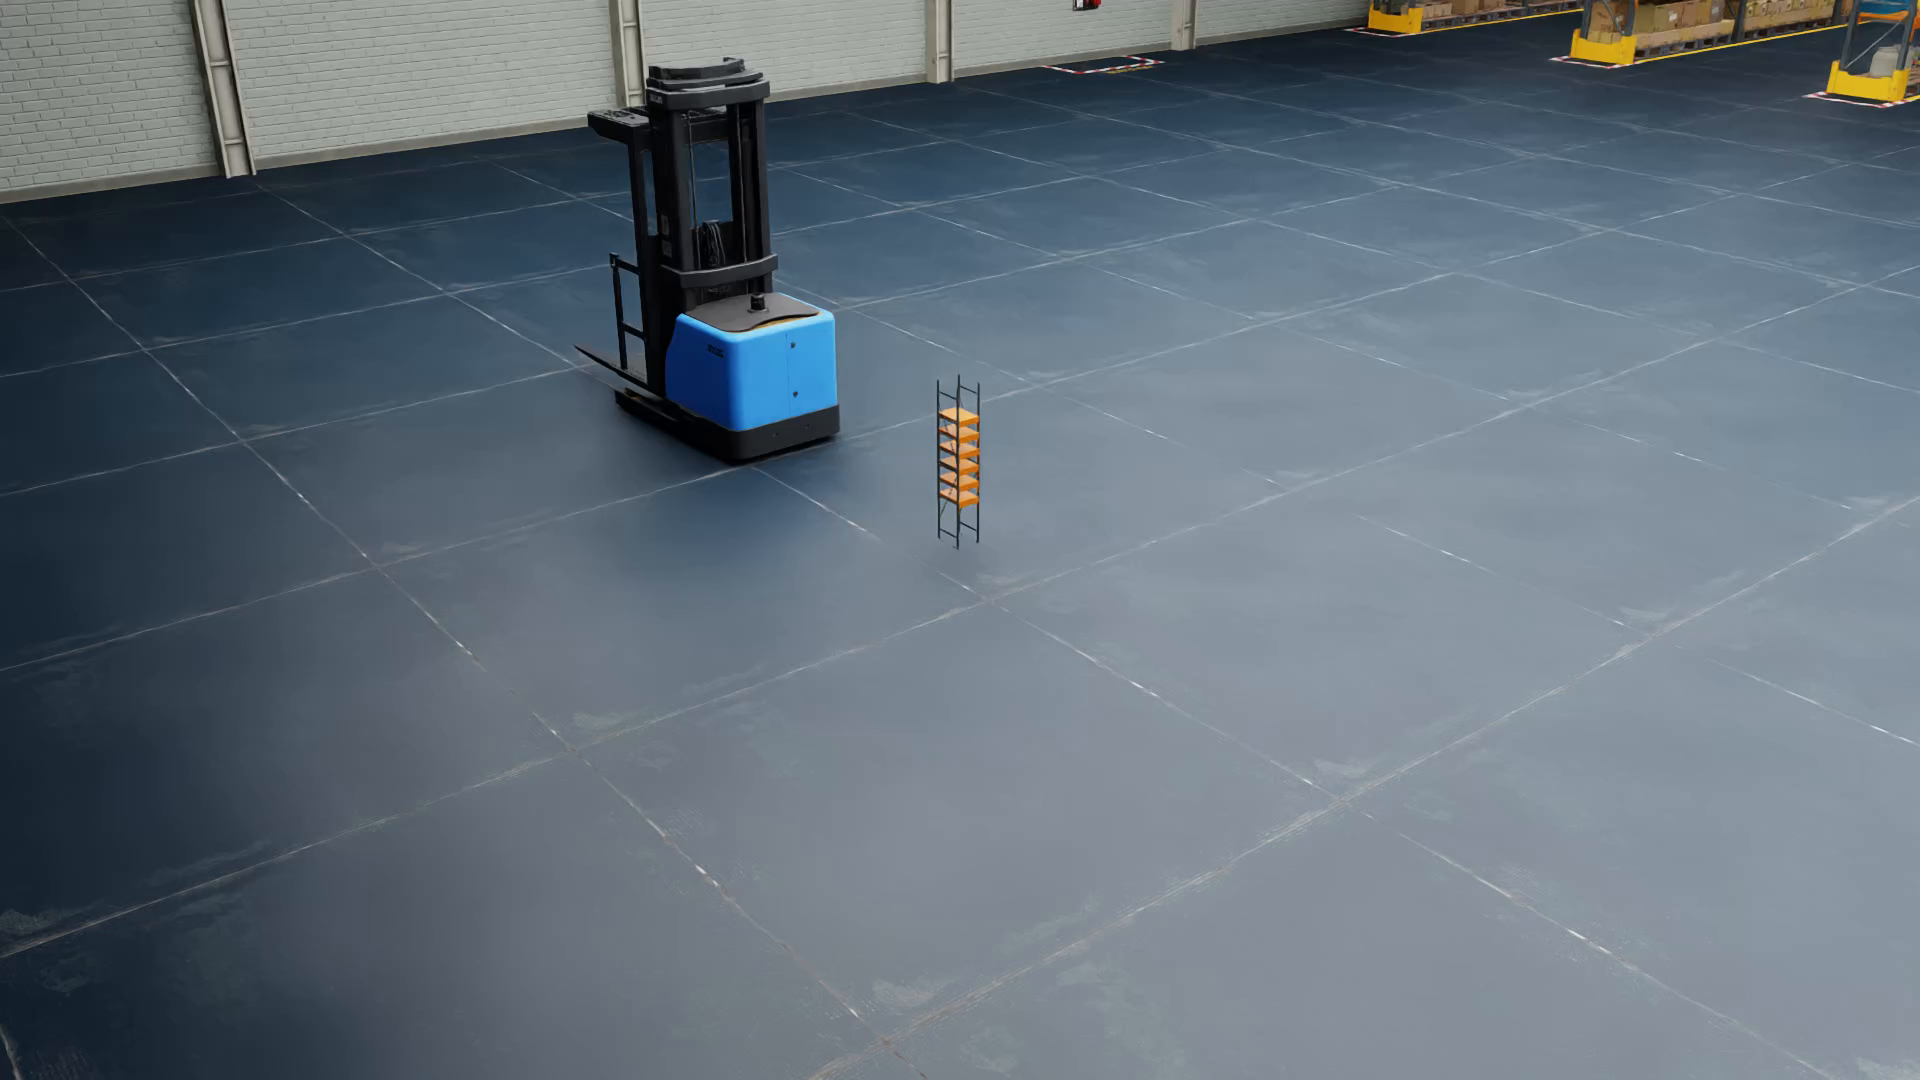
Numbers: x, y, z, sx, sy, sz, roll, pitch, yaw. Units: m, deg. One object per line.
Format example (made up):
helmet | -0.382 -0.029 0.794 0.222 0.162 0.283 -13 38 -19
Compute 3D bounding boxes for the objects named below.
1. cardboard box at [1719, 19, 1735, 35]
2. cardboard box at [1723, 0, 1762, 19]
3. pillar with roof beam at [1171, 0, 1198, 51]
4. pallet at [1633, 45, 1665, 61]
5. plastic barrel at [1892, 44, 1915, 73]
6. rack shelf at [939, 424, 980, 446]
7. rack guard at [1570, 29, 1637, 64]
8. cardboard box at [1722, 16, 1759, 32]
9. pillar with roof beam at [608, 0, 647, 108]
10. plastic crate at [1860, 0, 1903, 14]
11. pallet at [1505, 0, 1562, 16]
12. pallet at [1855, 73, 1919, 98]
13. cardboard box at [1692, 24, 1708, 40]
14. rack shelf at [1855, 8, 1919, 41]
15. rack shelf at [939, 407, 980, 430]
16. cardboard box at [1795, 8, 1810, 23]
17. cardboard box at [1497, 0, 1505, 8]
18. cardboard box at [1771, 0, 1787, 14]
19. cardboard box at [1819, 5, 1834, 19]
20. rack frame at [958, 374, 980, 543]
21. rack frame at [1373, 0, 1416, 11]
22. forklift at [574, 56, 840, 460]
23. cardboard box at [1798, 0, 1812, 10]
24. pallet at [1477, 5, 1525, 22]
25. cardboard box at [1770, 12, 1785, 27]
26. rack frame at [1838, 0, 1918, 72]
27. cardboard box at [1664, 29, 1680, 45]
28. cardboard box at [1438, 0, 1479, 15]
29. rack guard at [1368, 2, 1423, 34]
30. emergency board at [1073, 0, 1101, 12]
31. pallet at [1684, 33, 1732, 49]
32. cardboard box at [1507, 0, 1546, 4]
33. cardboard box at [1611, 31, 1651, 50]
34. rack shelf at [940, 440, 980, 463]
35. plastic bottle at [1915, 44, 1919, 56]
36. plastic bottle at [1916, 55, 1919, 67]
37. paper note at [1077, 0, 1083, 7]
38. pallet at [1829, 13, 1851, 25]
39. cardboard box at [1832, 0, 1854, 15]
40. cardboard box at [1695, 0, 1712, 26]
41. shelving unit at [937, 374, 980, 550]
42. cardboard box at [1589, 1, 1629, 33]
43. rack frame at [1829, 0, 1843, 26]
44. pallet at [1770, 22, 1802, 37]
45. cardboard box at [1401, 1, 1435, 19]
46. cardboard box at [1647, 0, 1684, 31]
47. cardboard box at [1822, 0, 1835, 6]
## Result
cardboard box | 15.054 -10.235 33.134 0.500 0.250 0.500 -18 31 -34
cardboard box | 15.763 -10.707 33.485 0.500 0.311 0.500 -18 30 -34
pillar with roof beam | 7.029 -12.290 27.669 0.400 9.000 9.100 -18 31 -34
pallet | 12.712 -9.393 31.865 1.213 0.211 1.003 -18 31 -34
plastic barrel | 16.055 -8.192 28.421 0.421 0.512 0.421 0 25 0
rack shelf | -0.011 -0.718 11.534 0.180 0.103 0.258 -18 31 -34
rack guard | 12.117 -9.305 31.333 0.348 0.500 1.175 -18 31 -34
cardboard box | 15.754 -10.450 33.598 0.500 0.250 0.500 -19 31 -35
pillar with roof beam | -2.414 -9.173 20.953 0.400 9.000 9.100 -18 31 -34
plastic crate | 15.399 -8.965 27.808 0.616 0.251 0.499 -18 31 -34
pallet | 12.836 -12.062 37.617 1.213 0.211 1.003 -18 31 -34
pallet | 15.863 -7.783 28.397 1.213 0.211 1.003 -18 31 -34
cardboard box | 14.270 -9.973 32.571 0.500 0.250 0.500 -18 31 -34
rack shelf | 16.764 -8.996 28.553 4.000 0.370 1.077 -18 31 -34
rack shelf | -0.011 -0.827 11.484 0.180 0.103 0.258 -18 31 -34
cardboard box | 17.367 -10.984 34.749 0.500 0.250 0.500 -17 30 -33
cardboard box | 11.822 -11.890 36.776 0.380 0.166 0.250 22 33 39
cardboard box | 16.566 -10.970 34.052 0.500 0.311 0.500 -19 31 -36
cardboard box | 18.168 -11.249 35.320 0.500 0.250 0.500 -17 30 -33
rack frame | 0.061 -0.564 11.668 0.006 1.200 0.240 -18 31 -34
rack frame | 9.077 -12.085 34.354 0.127 3.000 1.000 -18 31 -34
forklift | -2.308 -2.509 13.802 1.130 2.935 3.031 -19 31 -35
cardboard box | 17.367 -11.236 34.625 0.500 0.311 0.500 -18 31 -34
pallet | 11.718 -11.673 36.779 1.213 0.211 1.003 -18 31 -34
cardboard box | 16.563 -10.718 34.176 0.500 0.250 0.500 -19 31 -36
rack frame | 15.190 -8.803 27.282 0.127 3.000 1.000 -18 31 -34
cardboard box | 13.480 -9.715 32.014 0.500 0.250 0.500 -18 31 -34
cardboard box | 10.733 -11.623 35.805 0.500 0.500 0.700 -21 32 -37
rack guard | 9.136 -10.971 34.923 0.348 0.500 1.175 -18 31 -34
emergency board | 2.404 -10.366 30.649 0.643 1.169 0.194 -18 31 -34
pallet | 14.632 -10.027 33.231 1.213 0.211 1.003 -18 31 -34
cardboard box | 12.793 -12.387 37.450 0.500 0.500 0.700 -17 30 -32
cardboard box | 12.695 -9.454 31.452 0.500 0.250 0.500 -18 31 -34
rack shelf | -0.011 -0.609 11.585 0.180 0.103 0.258 -18 31 -34
plastic bottle | 16.963 -8.609 29.487 0.185 0.351 0.144 -19 31 -34
plastic bottle | 16.926 -8.464 29.353 0.097 0.201 0.097 0 25 0
paper note | 2.222 -9.943 30.785 0.142 0.148 0.016 -18 31 -34
pallet | 19.042 -11.440 36.276 1.213 0.211 1.003 -18 31 -34
cardboard box | 18.966 -11.613 35.782 0.500 0.500 0.500 -17 30 -32
cardboard box | 14.262 -10.318 32.422 0.500 0.500 0.500 -18 31 -34
shelving unit | -0.011 -0.540 11.617 0.189 1.200 0.258 -18 31 -34
cardboard box | 12.375 -9.966 31.665 0.500 0.500 0.500 -18 31 -34
rack frame | 18.432 -12.523 35.298 0.127 3.000 1.000 -18 31 -34
pallet | 16.800 -10.742 34.773 1.213 0.211 1.003 -18 31 -34
cardboard box | 9.677 -11.215 35.150 0.500 0.311 0.500 -23 33 -40
cardboard box | 13.473 -10.059 31.864 0.500 0.500 0.500 -18 31 -34
cardboard box | 18.171 -11.503 35.201 0.500 0.311 0.500 -17 30 -33
